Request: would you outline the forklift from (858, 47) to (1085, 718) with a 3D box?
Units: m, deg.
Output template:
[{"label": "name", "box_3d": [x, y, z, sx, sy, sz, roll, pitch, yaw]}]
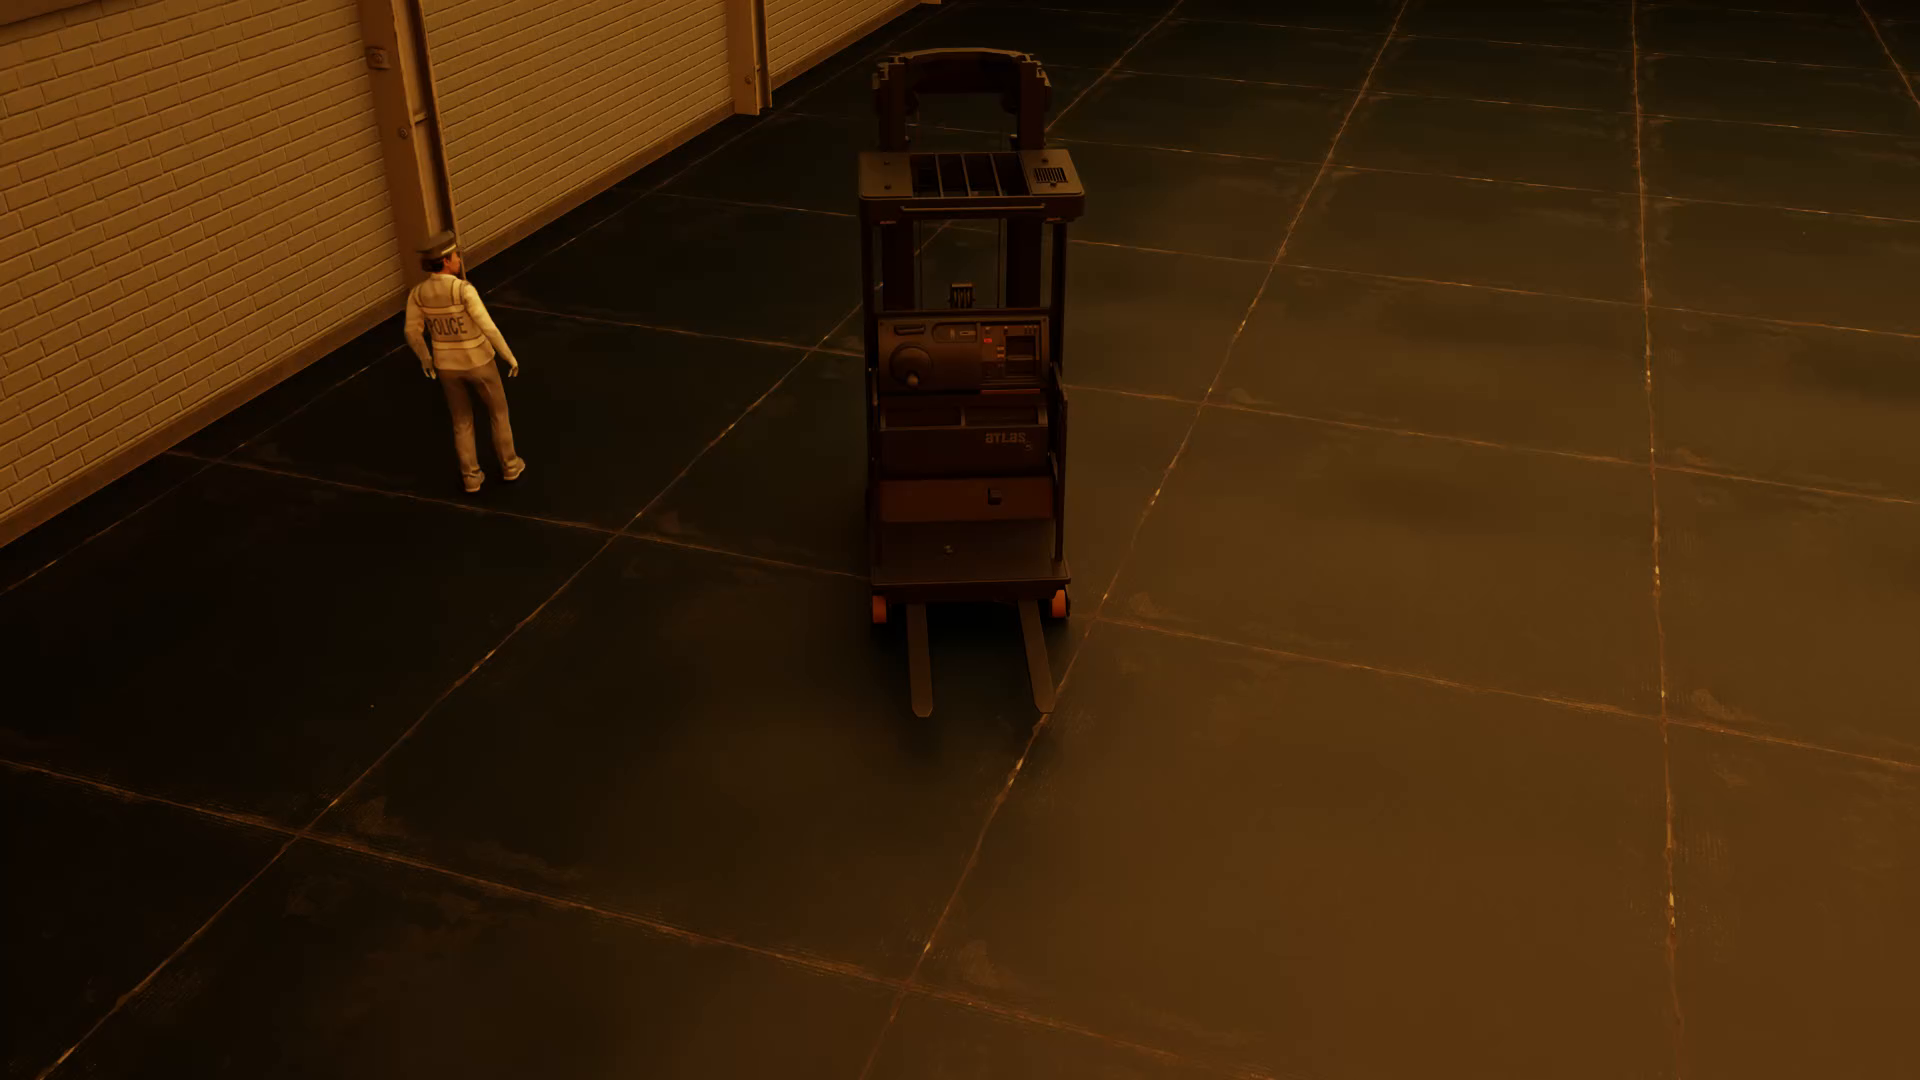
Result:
[{"label": "forklift", "box_3d": [0.035, -0.972, 8.842, 1.130, 2.935, 3.031, -2, 30, -3]}]

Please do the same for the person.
[{"label": "person", "box_3d": [-3.073, -1.122, 10.382, 0.668, 1.671, 0.475, 2, 30, 4]}]
